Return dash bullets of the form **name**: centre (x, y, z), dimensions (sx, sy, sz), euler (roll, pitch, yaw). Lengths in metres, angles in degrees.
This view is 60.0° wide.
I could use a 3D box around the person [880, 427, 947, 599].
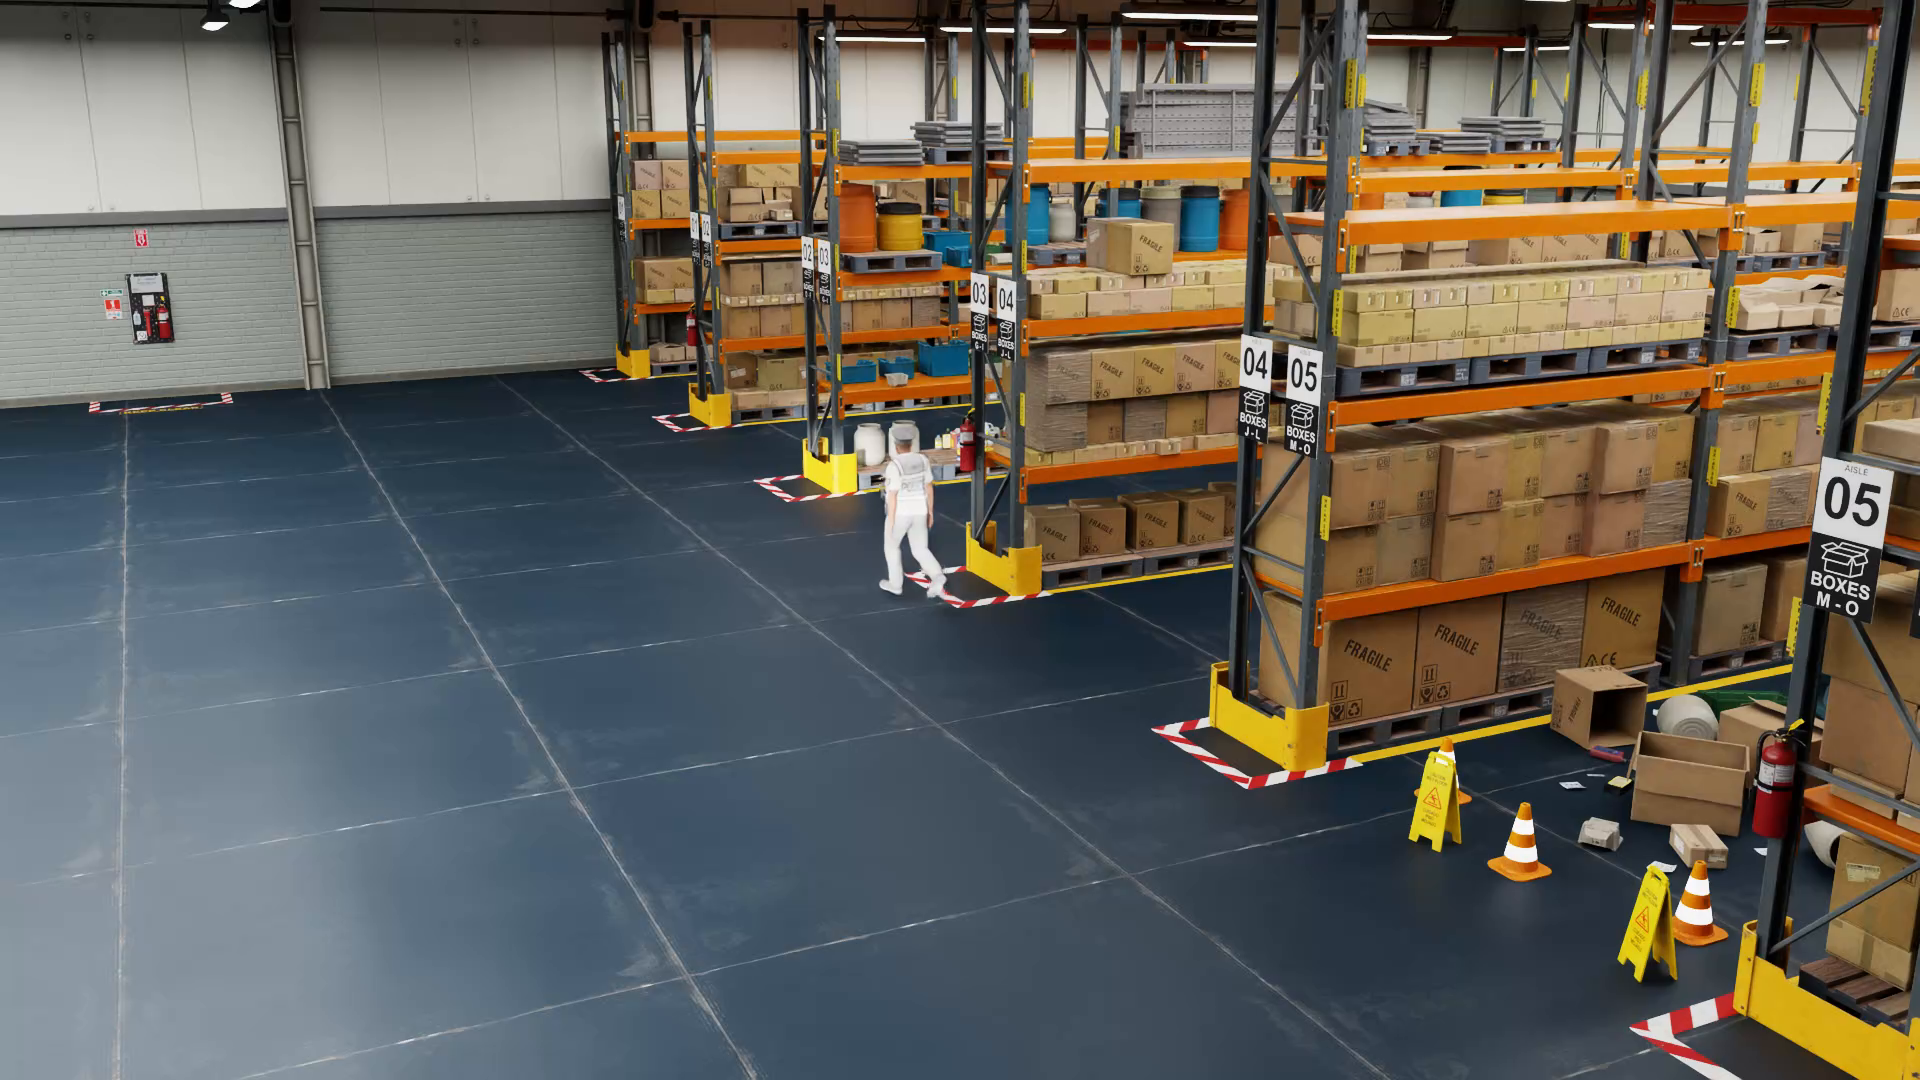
- **person**: centre (-0.484, -0.266, 16.762), dimensions (0.573, 1.725, 0.912), euler (-9, 18, -31)
